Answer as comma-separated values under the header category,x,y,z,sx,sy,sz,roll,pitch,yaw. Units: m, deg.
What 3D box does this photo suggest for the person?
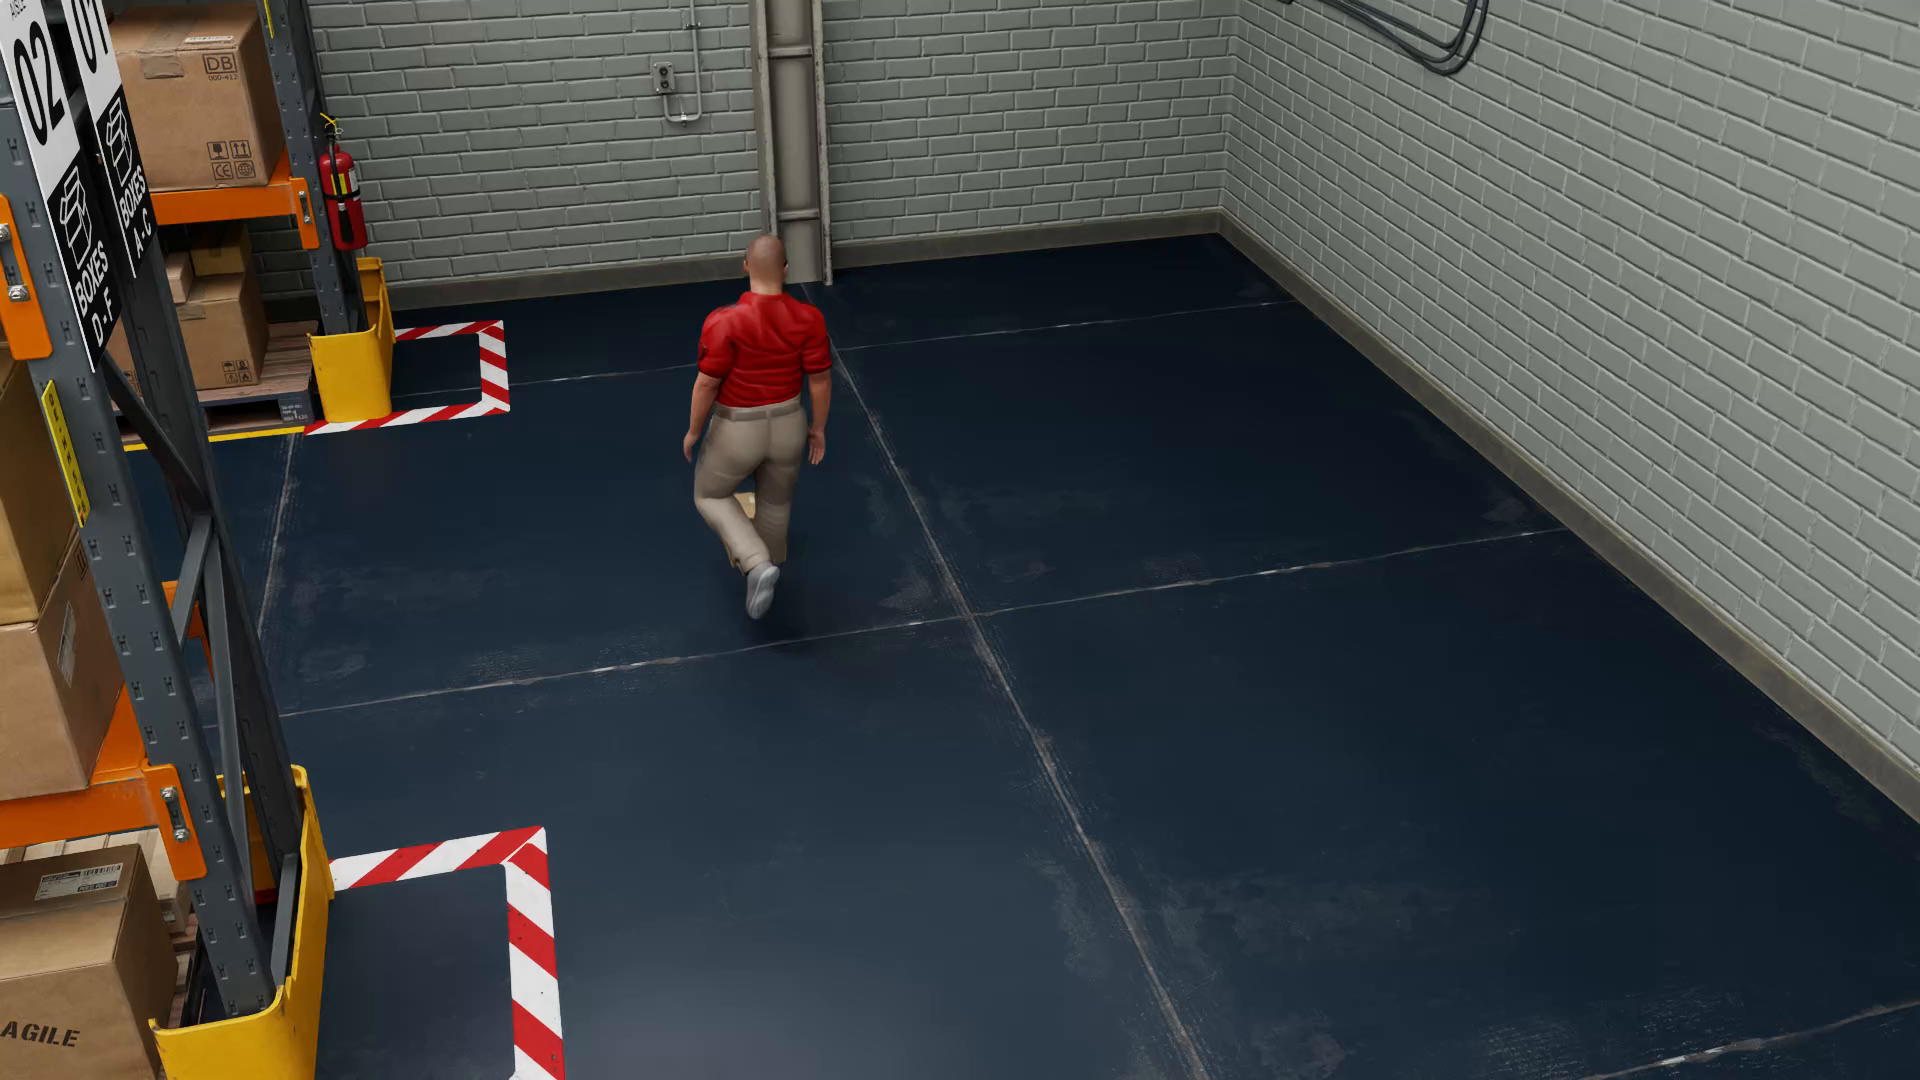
category,x,y,z,sx,sy,sz,roll,pitch,yaw
person,-0.869,-0.480,6.972,0.607,1.708,0.715,-13,33,-21
